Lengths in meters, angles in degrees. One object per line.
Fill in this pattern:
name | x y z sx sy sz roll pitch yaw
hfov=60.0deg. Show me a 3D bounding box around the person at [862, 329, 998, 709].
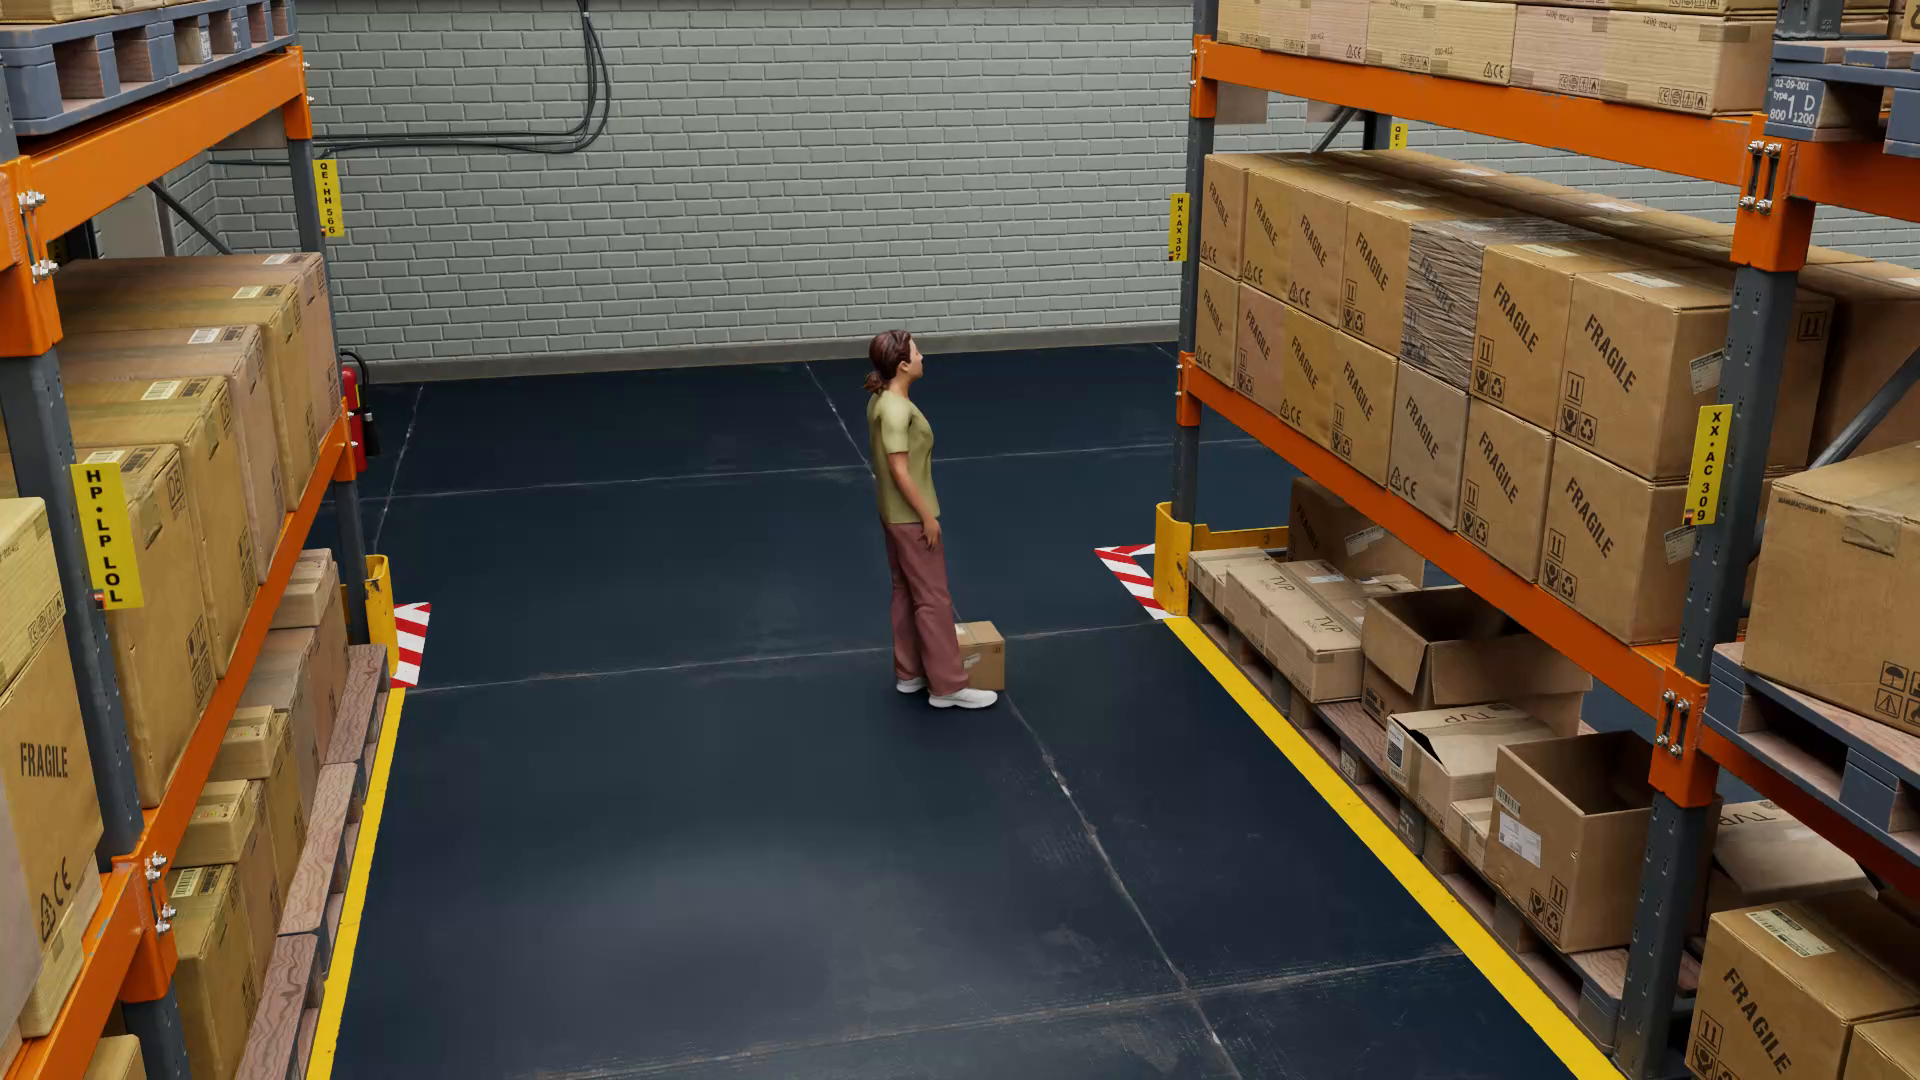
person | -0.152 -0.107 7.344 0.549 1.674 0.551 -5 20 -12
